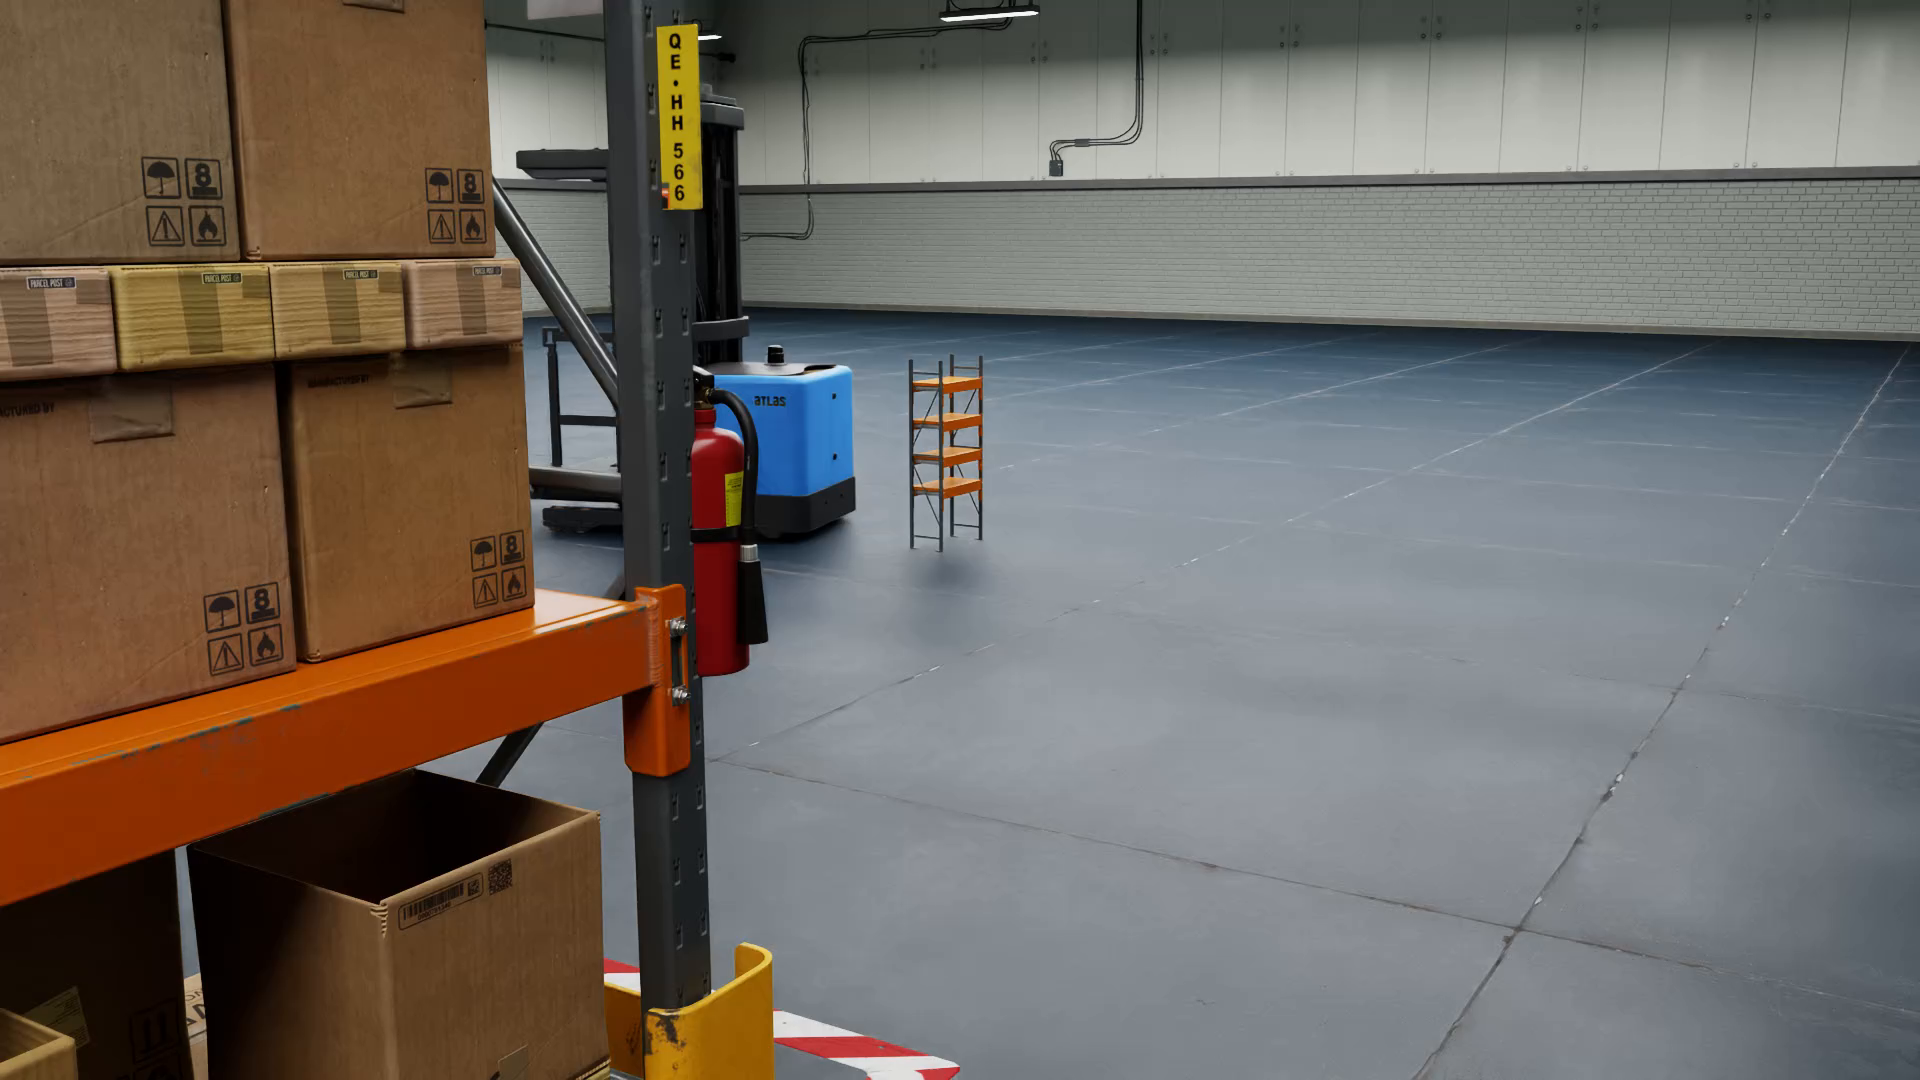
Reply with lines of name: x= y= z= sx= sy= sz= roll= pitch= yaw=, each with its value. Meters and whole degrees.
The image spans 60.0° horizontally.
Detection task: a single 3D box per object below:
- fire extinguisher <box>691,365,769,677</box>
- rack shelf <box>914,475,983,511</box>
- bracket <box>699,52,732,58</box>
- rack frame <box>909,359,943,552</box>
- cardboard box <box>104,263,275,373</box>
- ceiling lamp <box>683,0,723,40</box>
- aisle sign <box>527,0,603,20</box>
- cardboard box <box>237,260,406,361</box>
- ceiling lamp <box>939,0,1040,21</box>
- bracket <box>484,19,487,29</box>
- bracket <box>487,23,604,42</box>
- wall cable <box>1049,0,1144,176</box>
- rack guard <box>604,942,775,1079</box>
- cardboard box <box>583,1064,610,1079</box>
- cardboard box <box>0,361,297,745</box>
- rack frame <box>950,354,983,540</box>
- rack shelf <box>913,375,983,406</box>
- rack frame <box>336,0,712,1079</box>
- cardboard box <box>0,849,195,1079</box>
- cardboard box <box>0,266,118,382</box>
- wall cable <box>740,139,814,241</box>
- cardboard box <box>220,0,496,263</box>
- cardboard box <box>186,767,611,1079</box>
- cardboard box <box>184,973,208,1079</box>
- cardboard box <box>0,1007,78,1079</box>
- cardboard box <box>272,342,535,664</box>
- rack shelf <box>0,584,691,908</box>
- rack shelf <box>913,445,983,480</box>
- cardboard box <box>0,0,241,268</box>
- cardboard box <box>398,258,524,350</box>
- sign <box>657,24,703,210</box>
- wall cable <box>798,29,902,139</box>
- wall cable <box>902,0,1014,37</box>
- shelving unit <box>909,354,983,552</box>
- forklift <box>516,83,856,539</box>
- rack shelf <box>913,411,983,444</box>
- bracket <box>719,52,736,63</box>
fire extinguisher: x=-0.512 y=-0.073 z=3.318 sx=0.296 sy=0.674 sz=0.183 roll=6 pitch=12 yaw=31
rack shelf: x=-0.086 y=-0.302 z=10.668 sx=0.258 sy=0.148 sz=0.480 roll=6 pitch=12 yaw=31
bracket: x=-6.262 y=-12.228 z=41.951 sx=0.076 sy=0.066 sz=3.189 roll=6 pitch=12 yaw=31
rack frame: x=-0.213 y=-0.525 z=10.414 sx=0.240 sy=1.200 sz=0.015 roll=6 pitch=12 yaw=31
cardboard box: x=-1.273 y=-0.345 z=2.526 sx=0.380 sy=0.149 sz=0.250 roll=6 pitch=12 yaw=30
ceiling lamp: x=-5.652 y=-11.956 z=34.413 sx=2.000 sy=3.185 sz=0.800 roll=6 pitch=12 yaw=31
aisle sign: x=-0.685 y=-1.397 z=3.115 sx=0.394 sy=0.787 sz=0.004 roll=6 pitch=12 yaw=31
cardboard box: x=-1.140 y=-0.385 z=2.741 sx=0.380 sy=0.149 sz=0.250 roll=7 pitch=13 yaw=32
ceiling lamp: x=0.664 y=-11.250 z=30.642 sx=2.000 sy=3.185 sz=0.800 roll=6 pitch=12 yaw=31
bracket: x=-10.301 y=-11.005 z=35.416 sx=0.235 sy=0.232 sz=0.430 roll=6 pitch=12 yaw=31
bracket: x=-8.955 y=-11.413 z=37.594 sx=0.076 sy=0.066 sz=4.783 roll=6 pitch=12 yaw=31
wall cable: x=3.060 y=-11.247 z=37.249 sx=2.305 sy=6.003 sz=0.169 roll=6 pitch=12 yaw=31
rack guard: x=-0.958 y=1.088 z=3.699 sx=1.175 sy=0.500 sz=0.348 roll=6 pitch=12 yaw=31
cardboard box: x=-0.996 y=1.121 z=3.062 sx=0.500 sy=0.250 sz=0.500 roll=6 pitch=12 yaw=31
cardboard box: x=-1.492 y=-0.031 z=2.611 sx=0.700 sy=0.500 sz=0.500 roll=7 pitch=13 yaw=32
rack frame: x=0.041 y=-0.602 z=10.824 sx=0.240 sy=1.200 sz=0.015 roll=6 pitch=12 yaw=31
rack shelf: x=-0.086 y=-0.950 z=10.547 sx=0.258 sy=0.148 sz=0.480 roll=6 pitch=12 yaw=31
rack frame: x=-0.970 y=-0.137 z=3.449 sx=1.000 sy=3.000 sz=0.127 roll=6 pitch=12 yaw=31
cardboard box: x=-1.697 y=0.781 z=2.836 sx=0.500 sy=0.500 sz=0.500 roll=6 pitch=12 yaw=31
cardboard box: x=-1.405 y=-0.306 z=2.316 sx=0.380 sy=0.149 sz=0.250 roll=7 pitch=12 yaw=31
wall cable: x=-5.045 y=-8.959 z=42.705 sx=3.097 sy=2.526 sz=0.112 roll=6 pitch=12 yaw=31
cardboard box: x=-1.251 y=-0.743 z=2.890 sx=0.700 sy=0.500 sz=0.500 roll=6 pitch=12 yaw=31
cardboard box: x=-0.994 y=0.752 z=2.992 sx=0.500 sy=0.500 sz=0.500 roll=6 pitch=12 yaw=31
cardboard box: x=-1.439 y=1.071 z=3.326 sx=0.500 sy=0.250 sz=0.500 roll=6 pitch=12 yaw=31
cardboard box: x=-1.501 y=0.911 z=2.144 sx=0.500 sy=0.500 sz=0.500 roll=6 pitch=12 yaw=31
cardboard box: x=-1.223 y=-0.114 z=3.054 sx=0.700 sy=0.500 sz=0.500 roll=6 pitch=12 yaw=31
rack shelf: x=-2.008 y=0.531 z=1.835 sx=1.077 sy=0.370 sz=4.000 roll=6 pitch=12 yaw=31
rack shelf: x=-0.086 y=-0.498 z=10.632 sx=0.258 sy=0.148 sz=0.480 roll=6 pitch=12 yaw=31
cardboard box: x=-1.519 y=-0.660 z=2.446 sx=0.700 sy=0.500 sz=0.500 roll=6 pitch=12 yaw=29
cardboard box: x=-1.006 y=-0.427 z=2.962 sx=0.380 sy=0.149 sz=0.250 roll=6 pitch=12 yaw=30
sign: x=-0.514 y=-0.769 z=3.032 sx=0.100 sy=0.325 sz=0.005 roll=6 pitch=12 yaw=31
wall cable: x=-2.733 y=-11.183 z=40.860 sx=3.097 sy=2.526 sz=0.112 roll=6 pitch=12 yaw=31
wall cable: x=-0.088 y=-13.123 z=38.862 sx=3.097 sy=2.526 sz=0.112 roll=6 pitch=12 yaw=31
shelving unit: x=-0.086 y=-0.564 z=10.619 sx=0.258 sy=1.200 sz=0.503 roll=6 pitch=12 yaw=31
forklift: x=-2.303 y=-1.579 z=11.338 sx=3.031 sy=2.935 sz=1.130 roll=3 pitch=11 yaw=16
rack shelf: x=-0.086 y=-0.717 z=10.590 sx=0.258 sy=0.148 sz=0.480 roll=6 pitch=12 yaw=31
bracket: x=-5.956 y=-12.321 z=42.447 sx=0.235 sy=0.232 sz=0.430 roll=6 pitch=12 yaw=31
